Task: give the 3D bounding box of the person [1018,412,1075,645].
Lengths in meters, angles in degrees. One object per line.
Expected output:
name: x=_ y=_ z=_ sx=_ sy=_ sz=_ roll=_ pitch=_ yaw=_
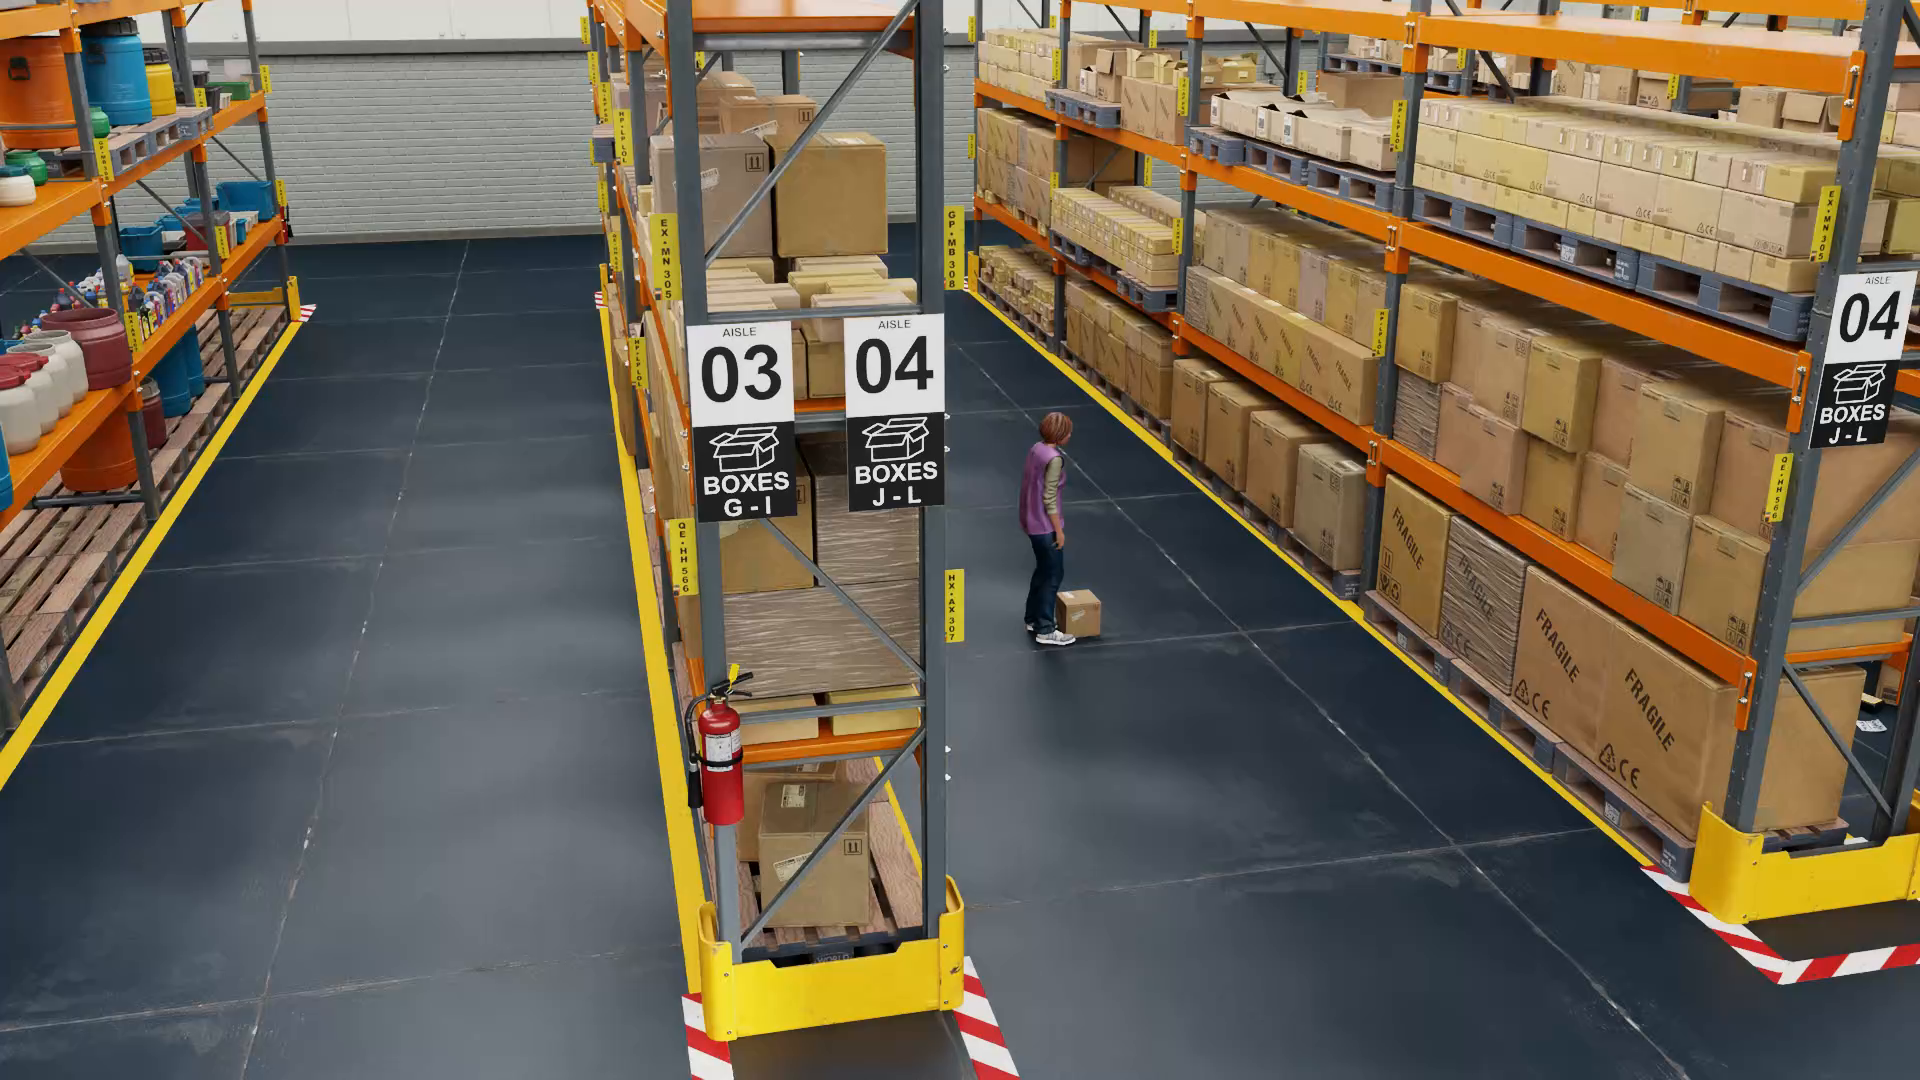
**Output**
person: x=0.586 y=-0.091 z=11.338 sx=0.344 sy=1.593 sz=0.462 roll=-5 pitch=21 yaw=-14
